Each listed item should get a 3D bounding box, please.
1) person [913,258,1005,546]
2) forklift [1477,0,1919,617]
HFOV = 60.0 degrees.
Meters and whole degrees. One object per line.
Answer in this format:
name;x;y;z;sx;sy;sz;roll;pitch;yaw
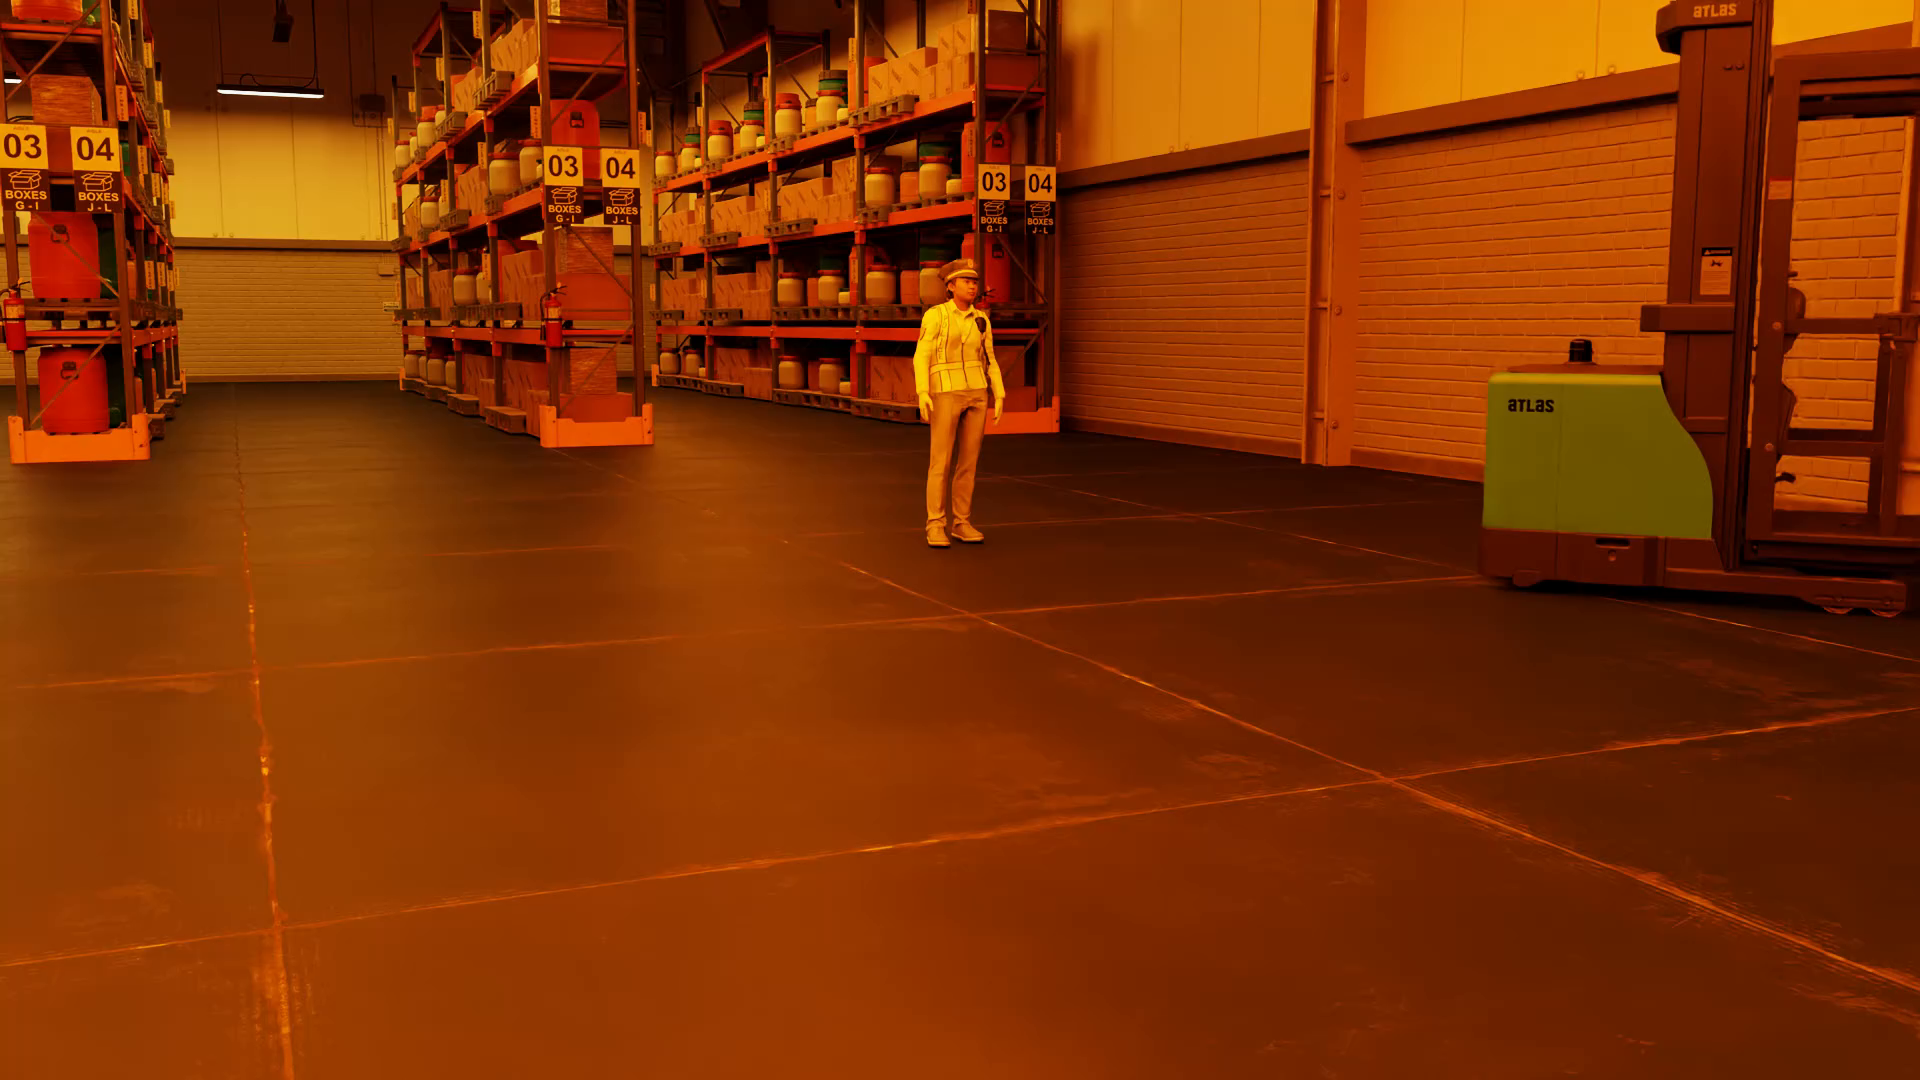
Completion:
person;0.021;-0.838;9.977;0.586;1.694;0.530;-3;8;-23
forklift;4.151;-1.182;7.908;3.031;2.935;1.130;4;8;25
